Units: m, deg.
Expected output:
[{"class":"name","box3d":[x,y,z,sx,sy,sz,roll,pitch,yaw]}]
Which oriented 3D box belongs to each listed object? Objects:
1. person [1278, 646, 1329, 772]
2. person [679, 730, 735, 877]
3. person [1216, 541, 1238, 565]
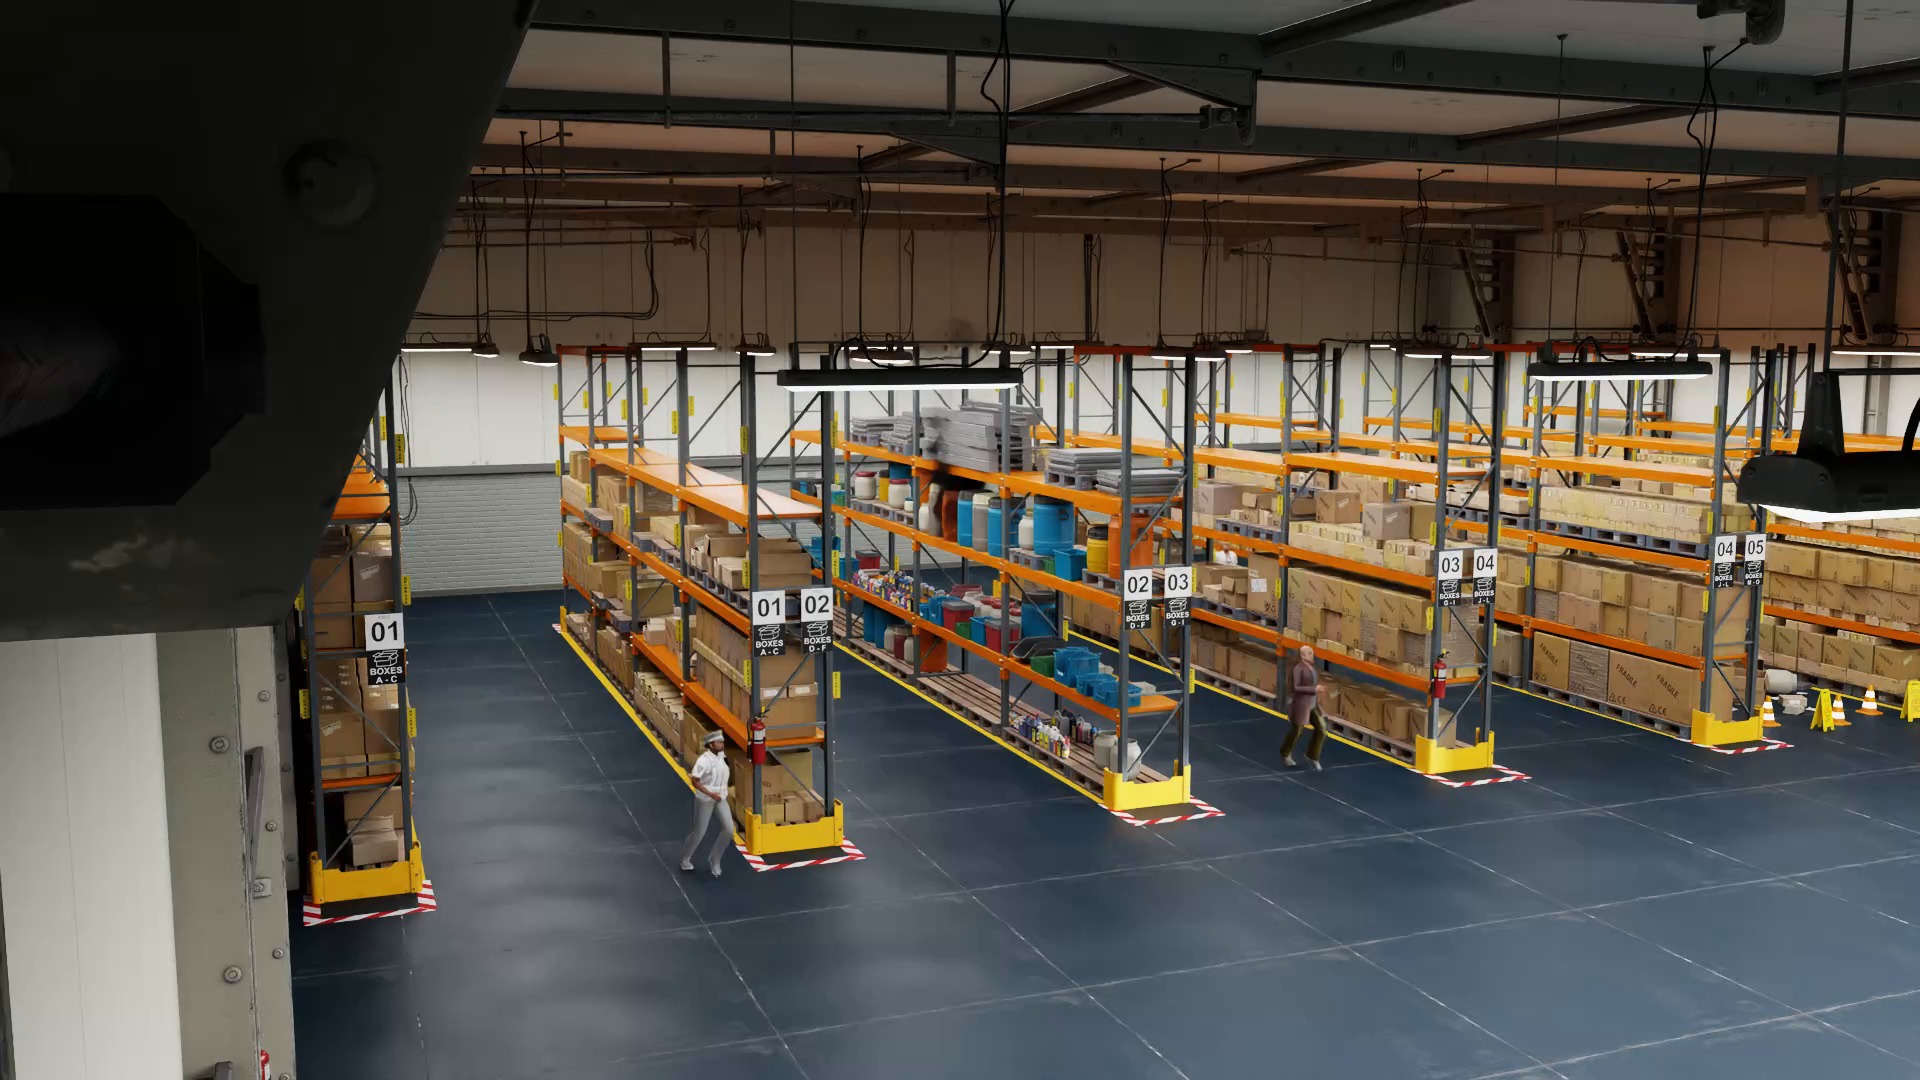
[{"class":"person","box3d":[4.946,2.429,23.886,0.709,1.856,0.839,-6,10,-41]},{"class":"person","box3d":[-2.905,3.056,19.465,0.666,1.696,0.662,6,9,39]},{"class":"person","box3d":[5.793,0.856,36.364,0.707,1.724,0.668,-2,8,-18]}]
